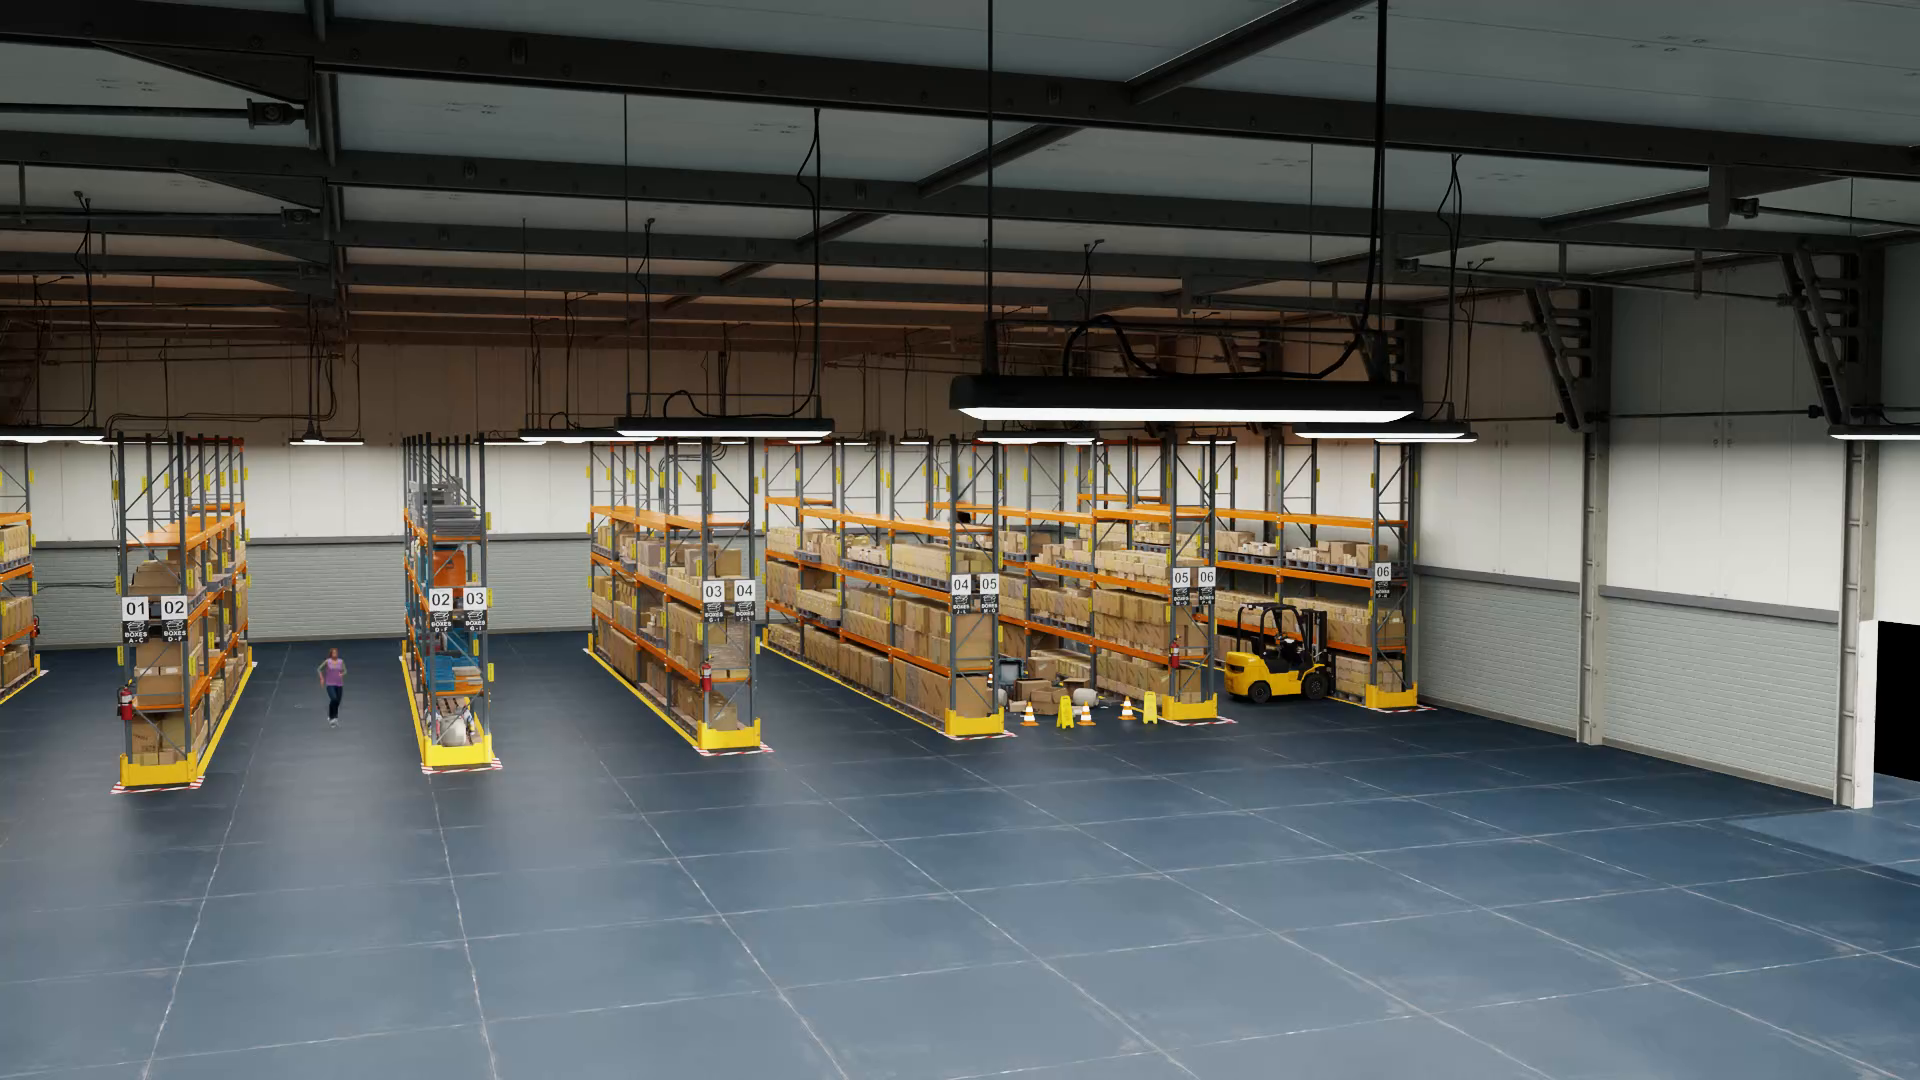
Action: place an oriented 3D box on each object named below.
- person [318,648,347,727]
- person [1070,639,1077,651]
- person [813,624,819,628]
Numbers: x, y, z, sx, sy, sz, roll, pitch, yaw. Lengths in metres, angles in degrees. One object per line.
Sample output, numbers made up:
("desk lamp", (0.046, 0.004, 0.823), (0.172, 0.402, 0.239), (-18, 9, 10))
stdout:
("person", (-12.886, 3.026, 34.230), (0.505, 1.623, 0.688), (-3, 4, -40))
("person", (2.987, 2.332, 46.512), (0.616, 1.743, 0.751), (-1, 3, -25))
("person", (-4.234, 2.116, 49.696), (0.547, 1.710, 0.714), (1, 3, 15))
